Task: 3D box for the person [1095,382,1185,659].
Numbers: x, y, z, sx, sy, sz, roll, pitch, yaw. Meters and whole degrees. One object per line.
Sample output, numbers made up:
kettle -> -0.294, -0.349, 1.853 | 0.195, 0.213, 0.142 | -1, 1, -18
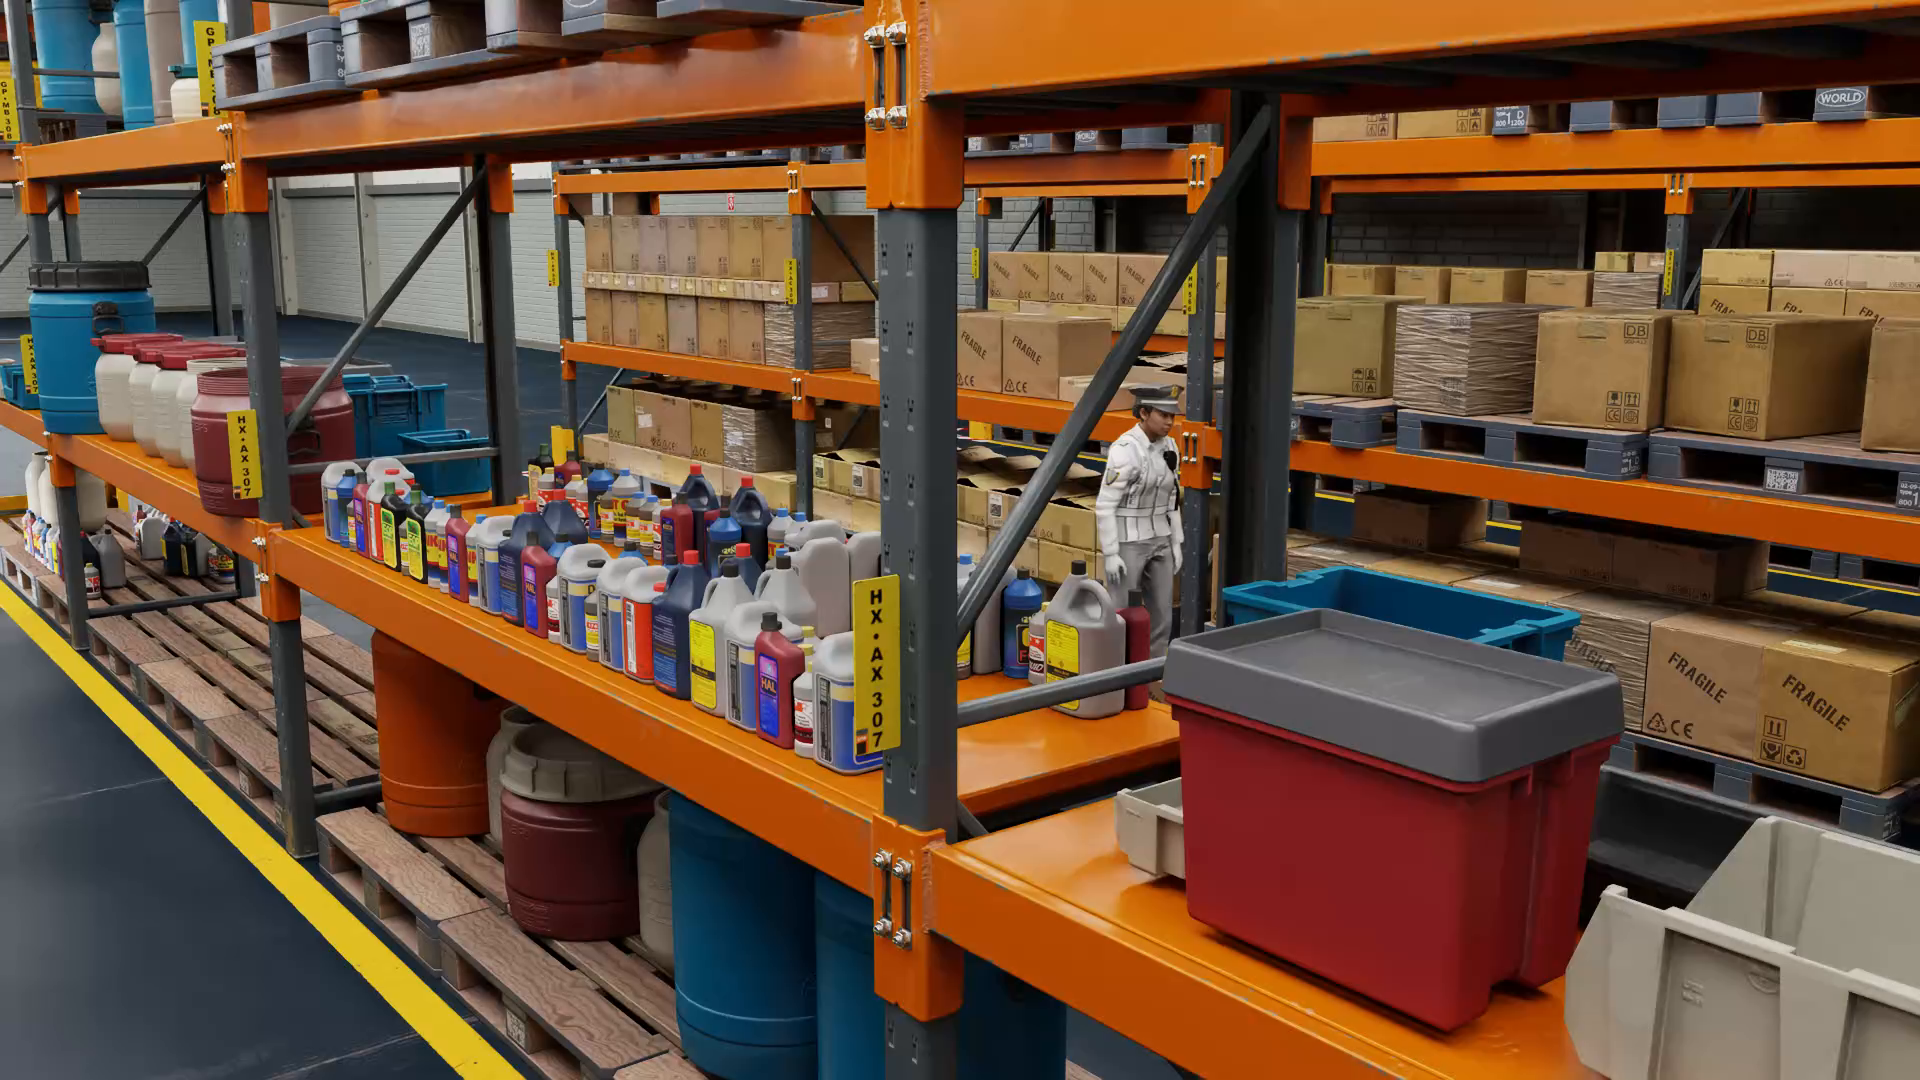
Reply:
person -> 0.900, 0.057, 8.131 | 0.533, 1.663, 0.404 | -9, 14, -38
